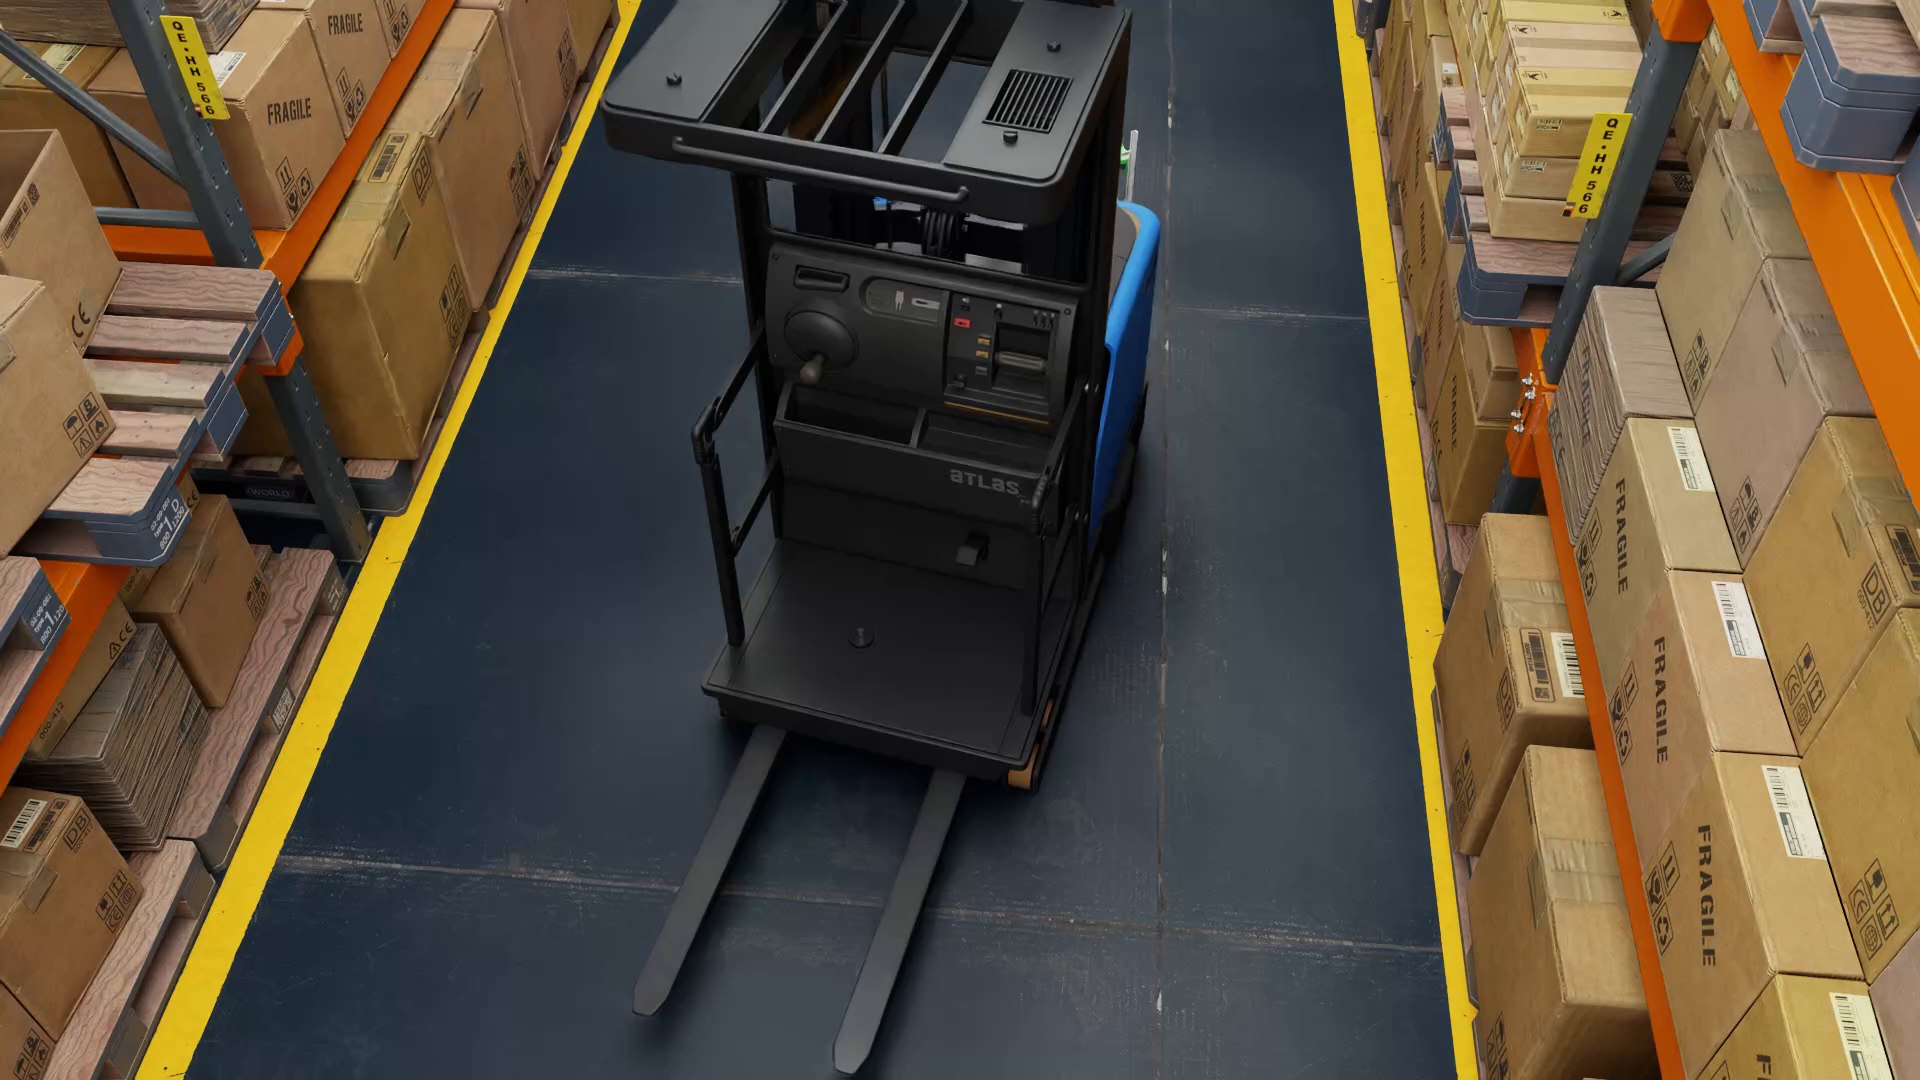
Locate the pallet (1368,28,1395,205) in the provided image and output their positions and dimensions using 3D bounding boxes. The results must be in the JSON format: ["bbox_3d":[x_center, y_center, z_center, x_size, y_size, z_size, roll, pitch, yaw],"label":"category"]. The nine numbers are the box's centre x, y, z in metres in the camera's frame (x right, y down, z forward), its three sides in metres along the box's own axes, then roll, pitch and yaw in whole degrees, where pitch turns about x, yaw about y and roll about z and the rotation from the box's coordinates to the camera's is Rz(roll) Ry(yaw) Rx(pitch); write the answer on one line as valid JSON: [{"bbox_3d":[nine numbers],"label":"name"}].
[{"bbox_3d":[2.518,-2.017,7.952,1.003,0.211,1.213,4,48,4],"label":"pallet"}]

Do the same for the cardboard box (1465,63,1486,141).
[{"bbox_3d":[1.858,-1.413,5.395,0.380,0.149,0.250,5,48,4],"label":"cardboard box"}]

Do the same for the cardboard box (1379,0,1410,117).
[{"bbox_3d":[2.256,-2.303,7.733,0.500,0.500,0.500,6,48,5],"label":"cardboard box"}]

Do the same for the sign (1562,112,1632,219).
[{"bbox_3d":[1.682,-0.984,4.387,0.100,0.325,0.005,4,48,4],"label":"sign"}]

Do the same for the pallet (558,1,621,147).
[{"bbox_3d":[-2.338,-2.425,8.325,1.003,0.211,1.213,4,48,4],"label":"pallet"}]

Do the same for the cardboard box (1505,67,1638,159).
[{"bbox_3d":[1.811,-1.240,4.833,0.380,0.149,0.250,2,48,2],"label":"cardboard box"}]

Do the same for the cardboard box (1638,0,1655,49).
[{"bbox_3d":[2.559,-1.753,5.706,0.380,0.149,0.250,5,48,5],"label":"cardboard box"}]

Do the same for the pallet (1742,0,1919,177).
[{"bbox_3d":[2.217,-1.063,3.284,1.213,0.211,1.003,6,48,5],"label":"pallet"}]

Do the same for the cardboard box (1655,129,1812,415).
[{"bbox_3d":[2.172,-0.633,4.051,0.700,0.500,0.500,4,48,3],"label":"cardboard box"}]

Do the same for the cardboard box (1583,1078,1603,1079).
[{"bbox_3d":[1.917,1.795,3.815,1.050,0.750,0.750,4,48,4],"label":"cardboard box"}]

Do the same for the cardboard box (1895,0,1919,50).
[{"bbox_3d":[1.892,-0.843,2.705,0.500,0.250,0.500,5,48,5],"label":"cardboard box"}]

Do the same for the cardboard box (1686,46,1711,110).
[{"bbox_3d":[2.511,-1.486,5.260,0.380,0.149,0.250,3,48,2],"label":"cardboard box"}]

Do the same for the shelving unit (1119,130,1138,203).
[{"bbox_3d":[0.423,-1.187,6.523,0.258,1.200,0.503,-19,50,-17],"label":"shelving unit"}]

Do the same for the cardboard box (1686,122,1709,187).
[{"bbox_3d":[2.490,-1.160,5.164,0.380,0.149,0.250,6,48,5],"label":"cardboard box"}]

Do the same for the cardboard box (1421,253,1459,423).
[{"bbox_3d":[2.074,-0.771,6.332,0.500,0.500,0.500,6,48,5],"label":"cardboard box"}]

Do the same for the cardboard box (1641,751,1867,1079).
[{"bbox_3d":[1.776,0.797,3.420,0.500,0.500,0.500,3,48,3],"label":"cardboard box"}]

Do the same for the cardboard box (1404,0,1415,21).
[{"bbox_3d":[2.257,-2.556,7.456,0.500,0.250,0.500,2,48,2],"label":"cardboard box"}]

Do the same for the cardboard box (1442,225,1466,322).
[{"bbox_3d":[2.060,-1.034,6.064,0.500,0.250,0.500,4,48,4],"label":"cardboard box"}]

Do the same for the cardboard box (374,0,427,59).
[{"bbox_3d":[-2.304,-2.127,6.095,0.500,0.500,0.500,3,48,3],"label":"cardboard box"}]

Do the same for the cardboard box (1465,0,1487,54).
[{"bbox_3d":[1.882,-1.715,5.470,0.380,0.149,0.250,4,48,4],"label":"cardboard box"}]

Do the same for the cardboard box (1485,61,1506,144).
[{"bbox_3d":[1.837,-1.338,5.125,0.380,0.149,0.250,5,48,5],"label":"cardboard box"}]

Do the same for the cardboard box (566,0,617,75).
[{"bbox_3d":[-2.381,-2.891,8.017,1.225,0.875,0.875,4,48,4],"label":"cardboard box"}]

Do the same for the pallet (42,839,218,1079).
[{"bbox_3d":[-2.893,1.411,4.817,1.003,0.211,1.213,4,48,4],"label":"pallet"}]

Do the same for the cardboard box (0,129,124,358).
[{"bbox_3d":[-2.716,-0.775,4.573,0.500,0.500,0.500,-1,48,-1],"label":"cardboard box"}]

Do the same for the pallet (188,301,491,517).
[{"bbox_3d":[-2.560,-0.632,6.685,1.003,0.211,1.213,4,48,4],"label":"pallet"}]

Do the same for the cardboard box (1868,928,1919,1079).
[{"bbox_3d":[1.989,0.863,2.683,0.700,0.500,0.500,4,48,4],"label":"cardboard box"}]

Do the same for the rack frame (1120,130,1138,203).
[{"bbox_3d":[0.527,-1.024,6.374,0.240,1.200,0.015,-19,50,-17],"label":"rack frame"}]

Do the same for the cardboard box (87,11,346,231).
[{"bbox_3d":[-2.392,-1.371,5.404,0.500,0.500,0.500,5,48,5],"label":"cardboard box"}]

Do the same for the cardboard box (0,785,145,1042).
[{"bbox_3d":[-2.831,1.016,4.684,0.700,0.500,0.500,7,48,7],"label":"cardboard box"}]

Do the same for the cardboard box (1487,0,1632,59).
[{"bbox_3d":[1.860,-1.616,5.178,0.380,0.149,0.250,5,48,5],"label":"cardboard box"}]

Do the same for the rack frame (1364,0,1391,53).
[{"bbox_3d":[2.588,-3.530,7.446,1.000,3.000,0.127,4,48,4],"label":"rack frame"}]

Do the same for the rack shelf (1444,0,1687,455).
[{"bbox_3d":[2.405,-1.818,6.367,1.077,0.370,4.000,4,48,4],"label":"rack shelf"}]

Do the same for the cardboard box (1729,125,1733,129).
[{"bbox_3d":[2.467,-1.090,4.898,0.380,0.149,0.250,6,48,5],"label":"cardboard box"}]

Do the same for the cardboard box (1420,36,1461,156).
[{"bbox_3d":[2.160,-1.790,6.756,0.500,0.250,0.500,6,48,5],"label":"cardboard box"}]

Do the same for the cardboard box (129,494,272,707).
[{"bbox_3d":[-2.748,0.190,5.439,0.700,0.500,0.500,2,48,1],"label":"cardboard box"}]

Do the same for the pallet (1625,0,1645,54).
[{"bbox_3d":[2.363,-1.984,6.161,1.003,0.211,1.213,4,48,4],"label":"pallet"}]

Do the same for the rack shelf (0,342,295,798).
[{"bbox_3d":[-2.889,0.714,4.052,1.077,0.370,4.000,4,48,4],"label":"rack shelf"}]

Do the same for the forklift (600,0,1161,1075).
[{"bbox_3d":[-0.183,-0.500,4.721,1.130,2.935,3.031,12,49,11],"label":"forklift"}]

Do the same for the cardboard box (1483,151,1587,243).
[{"bbox_3d":[1.810,-1.041,5.055,0.380,0.149,0.250,5,48,4],"label":"cardboard box"}]

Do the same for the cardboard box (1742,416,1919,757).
[{"bbox_3d":[2.083,0.116,3.366,0.700,0.500,0.500,3,48,3],"label":"cardboard box"}]

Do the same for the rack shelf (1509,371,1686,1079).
[{"bbox_3d":[2.041,1.122,3.679,1.077,0.370,4.000,4,48,4],"label":"rack shelf"}]

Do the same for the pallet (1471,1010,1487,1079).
[{"bbox_3d":[1.963,1.819,4.444,1.003,0.211,1.213,4,48,4],"label":"pallet"}]

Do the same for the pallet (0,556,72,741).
[{"bbox_3d":[-2.847,0.523,3.868,1.003,0.211,1.213,4,48,4],"label":"pallet"}]

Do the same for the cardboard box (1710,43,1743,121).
[{"bbox_3d":[2.480,-1.373,4.955,0.380,0.149,0.250,3,48,2],"label":"cardboard box"}]

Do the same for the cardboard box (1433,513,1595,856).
[{"bbox_3d":[2.078,0.468,5.029,1.050,0.750,0.750,3,48,3],"label":"cardboard box"}]

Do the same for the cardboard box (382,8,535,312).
[{"bbox_3d":[-2.534,-1.584,6.821,1.225,0.875,0.875,4,48,4],"label":"cardboard box"}]

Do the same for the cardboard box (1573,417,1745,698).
[{"bbox_3d":[1.870,0.061,4.094,0.500,0.500,0.500,3,48,3],"label":"cardboard box"}]

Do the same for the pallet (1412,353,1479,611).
[{"bbox_3d":[2.296,-0.224,6.312,1.003,0.211,1.213,4,48,4],"label":"pallet"}]

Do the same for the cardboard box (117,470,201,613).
[{"bbox_3d":[-2.738,-0.062,5.162,0.500,0.250,0.500,6,48,5],"label":"cardboard box"}]

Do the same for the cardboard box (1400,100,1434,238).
[{"bbox_3d":[2.175,-1.528,7.025,0.500,0.500,0.500,5,48,4],"label":"cardboard box"}]

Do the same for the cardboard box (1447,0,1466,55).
[{"bbox_3d":[1.907,-1.793,5.743,0.380,0.149,0.250,2,48,2],"label":"cardboard box"}]
